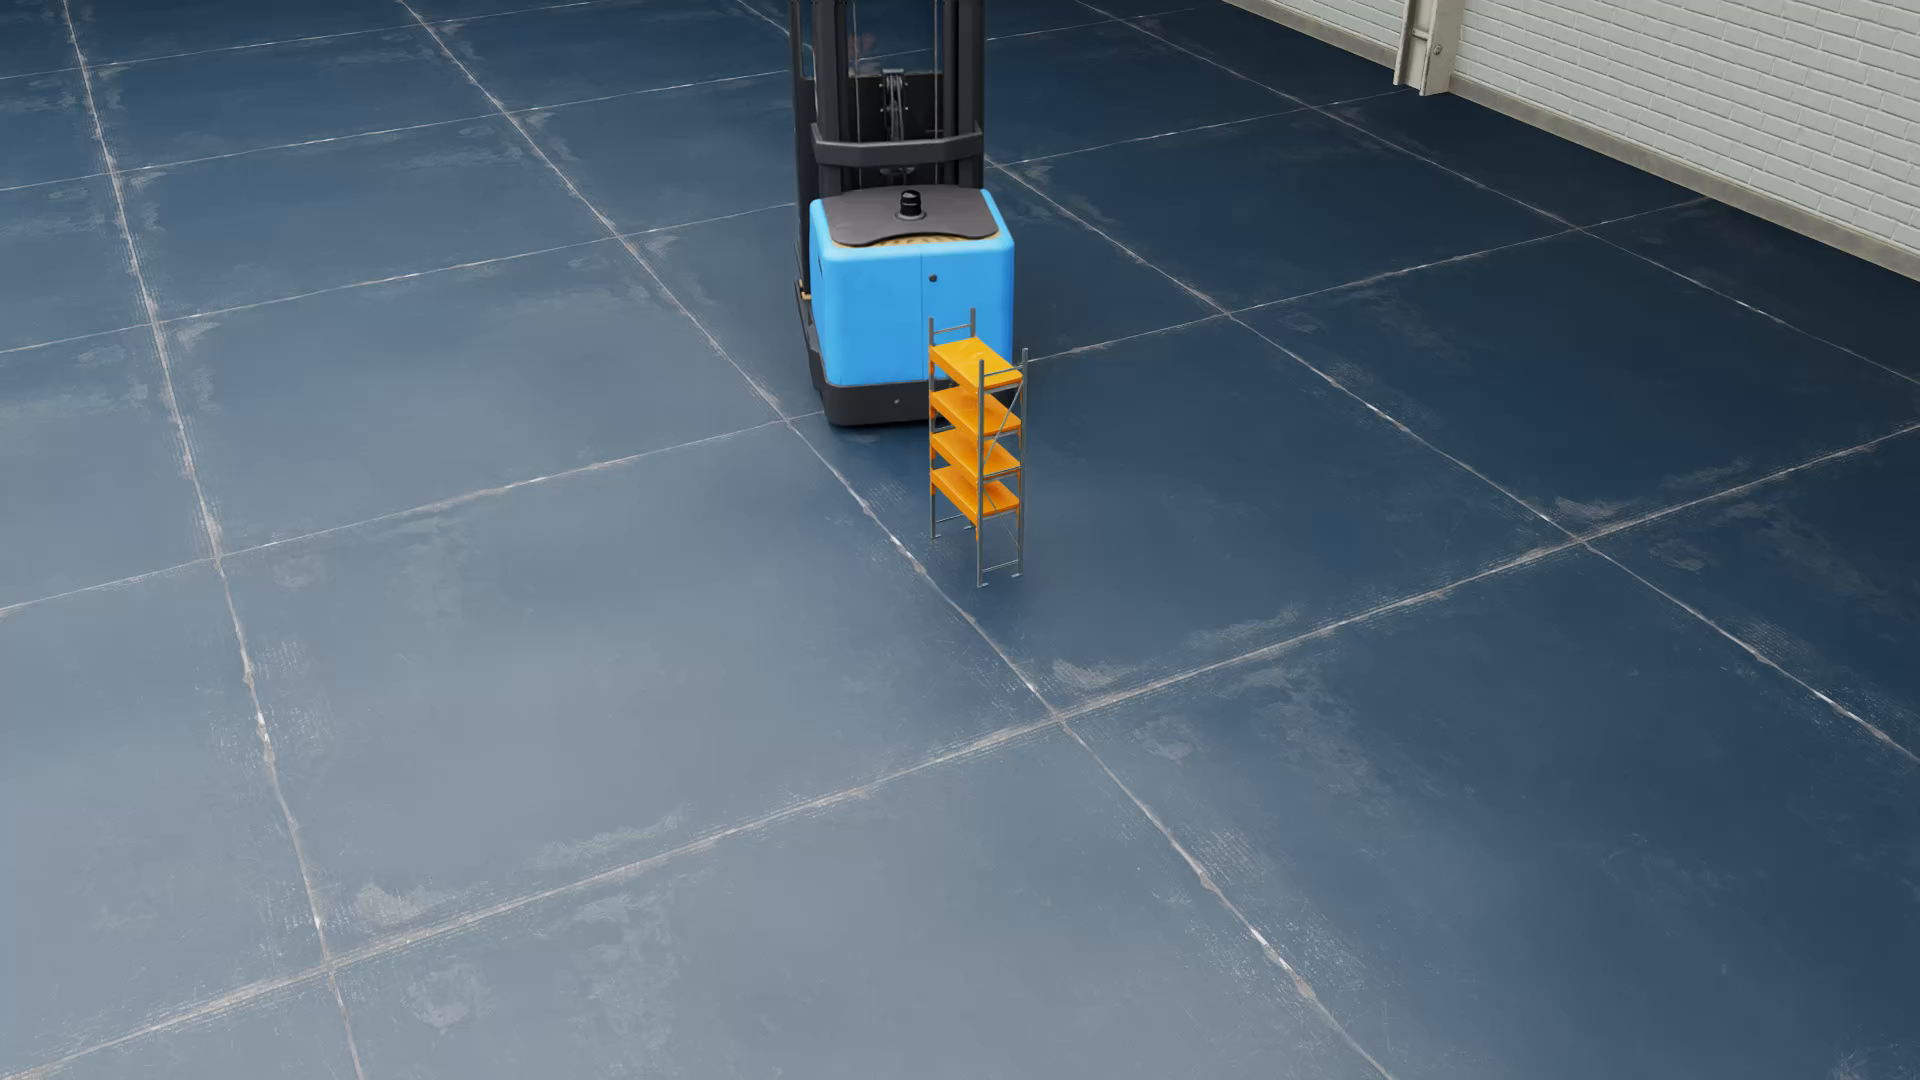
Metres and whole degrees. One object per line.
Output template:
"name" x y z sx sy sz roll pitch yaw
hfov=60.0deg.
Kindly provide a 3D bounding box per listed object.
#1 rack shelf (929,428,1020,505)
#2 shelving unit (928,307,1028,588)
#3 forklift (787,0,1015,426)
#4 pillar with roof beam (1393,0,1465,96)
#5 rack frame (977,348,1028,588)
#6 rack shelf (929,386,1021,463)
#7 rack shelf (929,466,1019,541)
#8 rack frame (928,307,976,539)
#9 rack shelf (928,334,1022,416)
"rack shelf" 0.077 -0.370 7.839 0.258 0.148 0.480 -16 36 -23
"shelving unit" 0.077 -0.426 7.803 0.258 1.200 0.503 -16 36 -23
"forklift" -0.446 -2.642 9.656 1.130 2.935 3.031 -5 33 -8
"pillar with roof beam" 0.175 -6.616 10.234 9.100 9.000 0.400 -16 36 -23
"rack frame" 0.191 -0.310 7.621 0.240 1.200 0.015 -16 36 -23
"rack shelf" 0.077 -0.558 7.719 0.258 0.148 0.480 -16 36 -23
"rack shelf" 0.077 -0.202 7.946 0.258 0.148 0.480 -16 36 -23
"rack frame" -0.037 -0.543 7.985 0.240 1.200 0.015 -16 36 -23
"rack shelf" 0.077 -0.757 7.591 0.258 0.148 0.480 -16 36 -23
